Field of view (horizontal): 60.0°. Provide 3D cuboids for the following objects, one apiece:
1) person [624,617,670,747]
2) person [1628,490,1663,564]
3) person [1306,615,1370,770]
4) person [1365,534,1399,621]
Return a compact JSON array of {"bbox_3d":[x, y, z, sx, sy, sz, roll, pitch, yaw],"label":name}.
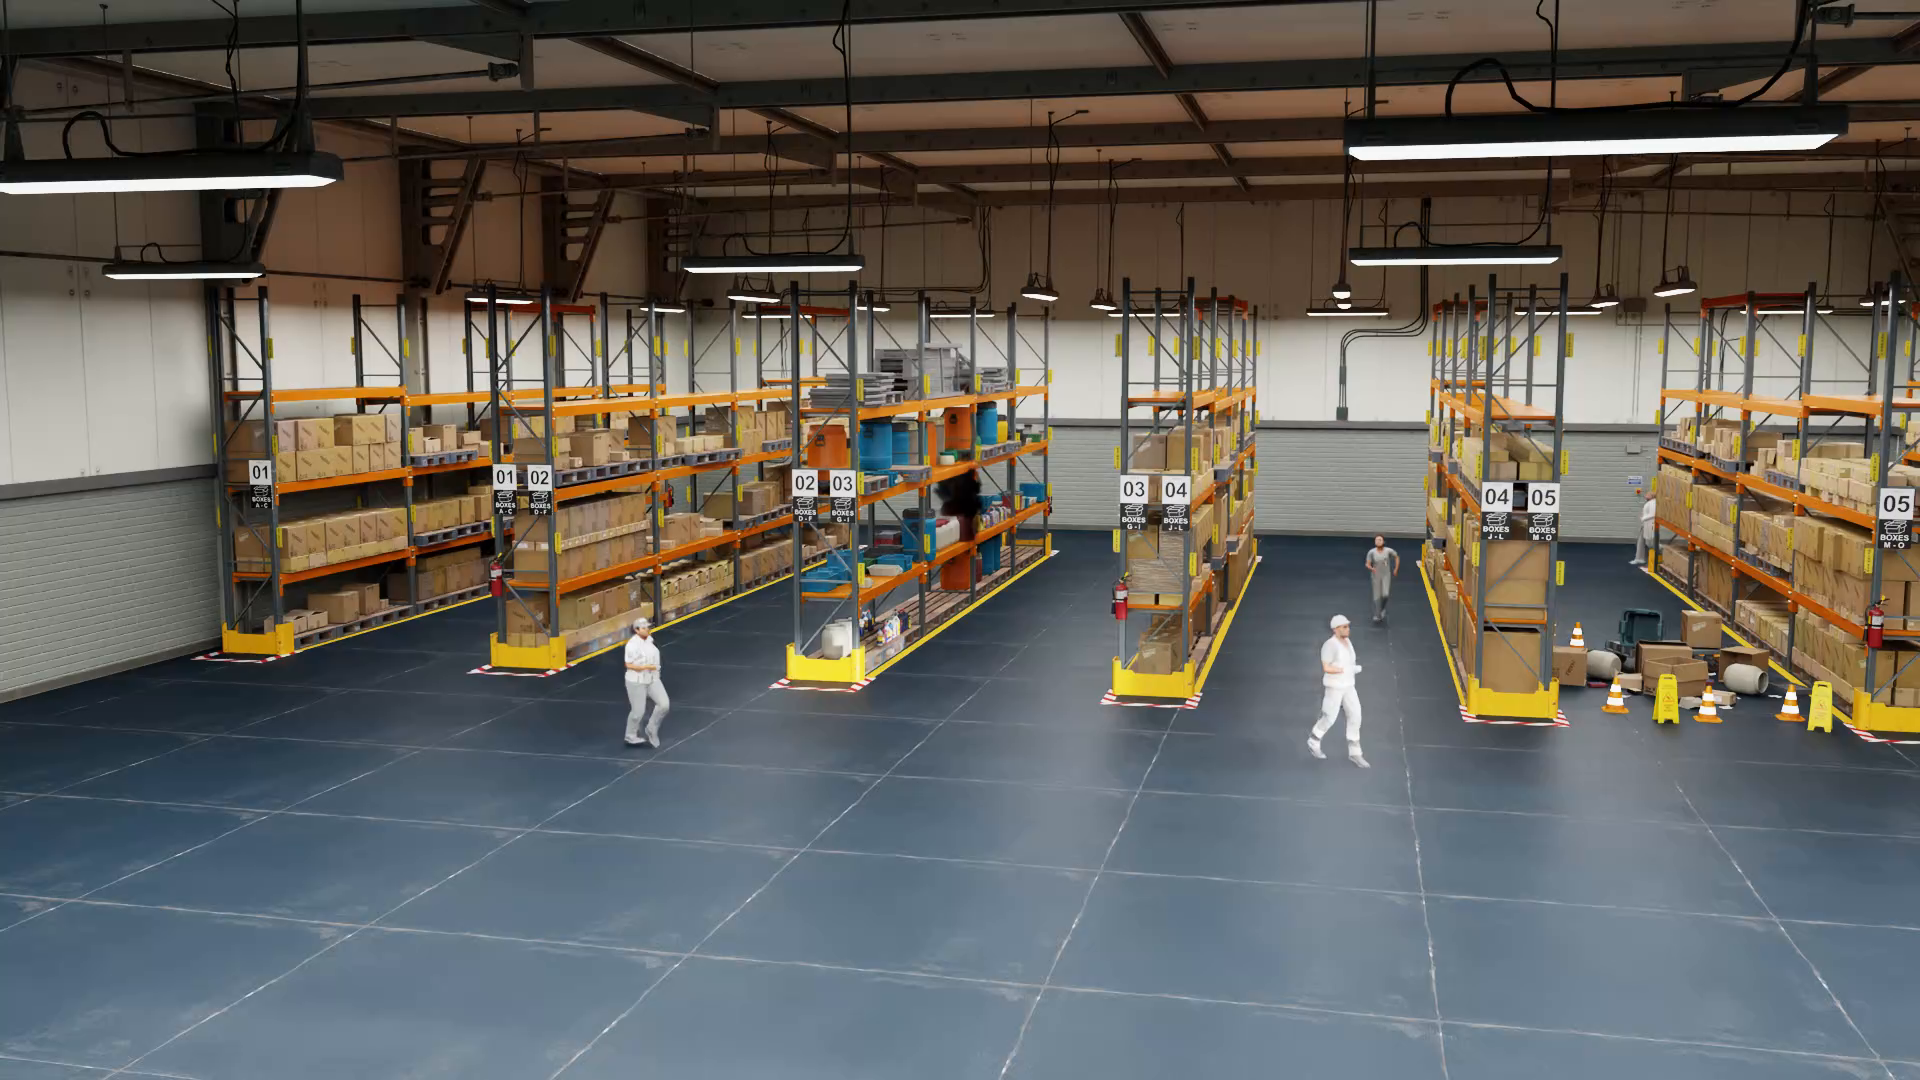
[{"bbox_3d":[-3.954,1.800,20.882,0.685,1.680,0.580,5,8,37],"label":"person"},{"bbox_3d":[16.061,-0.278,38.579,0.965,1.775,0.747,2,7,20],"label":"person"},{"bbox_3d":[4.546,1.807,19.995,0.664,1.834,0.807,-6,9,-42],"label":"person"},{"bbox_3d":[7.701,0.703,30.363,0.585,1.622,0.734,2,7,17],"label":"person"}]
